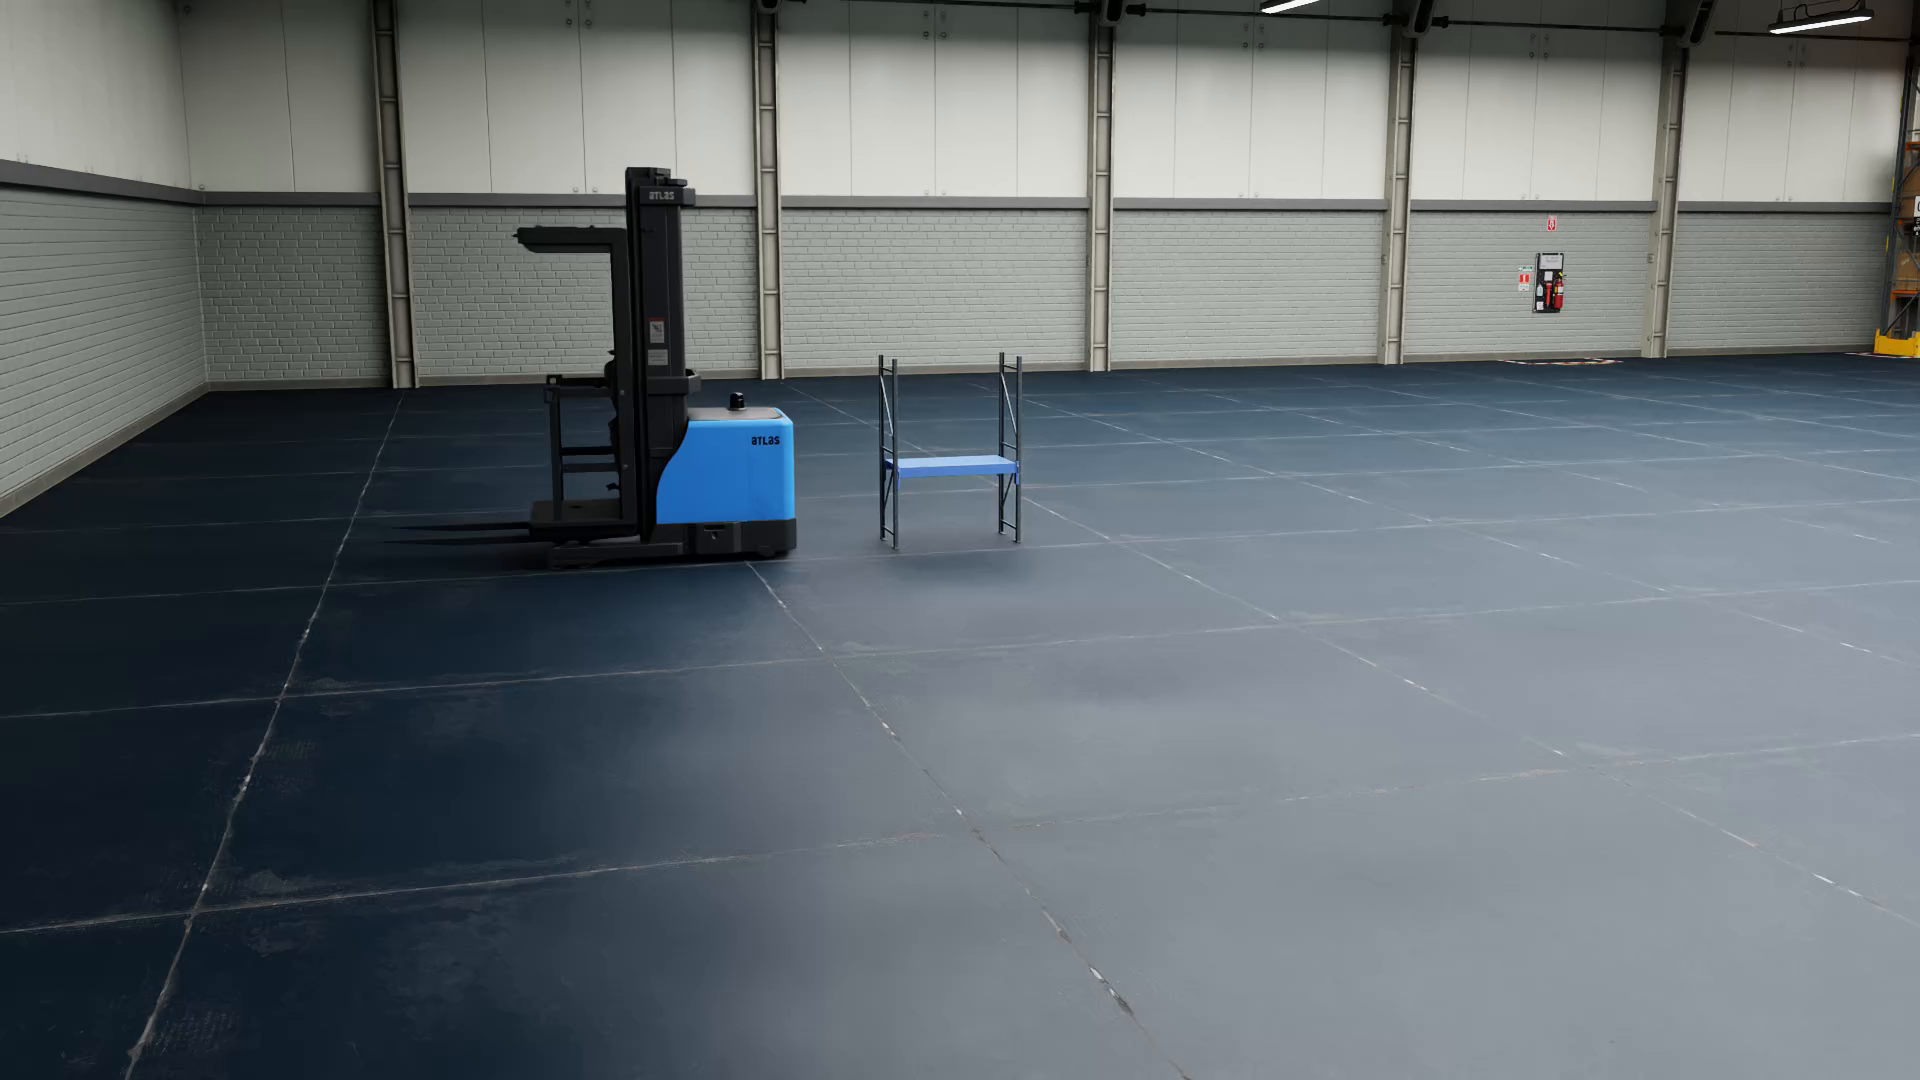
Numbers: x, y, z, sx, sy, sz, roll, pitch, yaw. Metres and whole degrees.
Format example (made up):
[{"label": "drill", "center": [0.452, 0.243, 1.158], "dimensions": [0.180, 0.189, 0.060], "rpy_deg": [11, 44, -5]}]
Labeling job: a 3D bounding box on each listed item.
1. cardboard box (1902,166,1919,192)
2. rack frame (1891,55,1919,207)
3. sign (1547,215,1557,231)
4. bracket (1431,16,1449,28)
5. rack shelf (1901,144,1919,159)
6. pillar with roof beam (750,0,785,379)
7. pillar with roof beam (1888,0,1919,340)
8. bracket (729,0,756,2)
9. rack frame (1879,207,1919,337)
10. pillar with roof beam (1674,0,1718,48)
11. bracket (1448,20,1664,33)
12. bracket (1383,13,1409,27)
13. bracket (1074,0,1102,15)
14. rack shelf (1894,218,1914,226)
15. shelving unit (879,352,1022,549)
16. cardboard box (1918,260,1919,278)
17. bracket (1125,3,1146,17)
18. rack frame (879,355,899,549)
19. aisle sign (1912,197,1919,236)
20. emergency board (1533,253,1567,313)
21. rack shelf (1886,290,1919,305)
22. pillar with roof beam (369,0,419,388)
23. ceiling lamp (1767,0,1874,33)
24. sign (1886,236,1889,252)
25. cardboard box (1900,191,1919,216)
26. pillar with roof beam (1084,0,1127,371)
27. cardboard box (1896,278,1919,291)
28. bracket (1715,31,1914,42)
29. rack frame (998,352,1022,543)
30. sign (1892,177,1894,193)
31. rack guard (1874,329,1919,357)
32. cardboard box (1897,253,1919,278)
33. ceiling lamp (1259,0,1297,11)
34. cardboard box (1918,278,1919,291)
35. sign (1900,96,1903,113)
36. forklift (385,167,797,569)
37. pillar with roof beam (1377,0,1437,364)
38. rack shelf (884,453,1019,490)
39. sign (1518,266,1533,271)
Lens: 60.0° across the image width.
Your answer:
[{"label": "cardboard box", "center": [19.702, -7.389, 34.019], "dimensions": [0.500, 0.500, 0.500], "rpy_deg": [-3, 11, -13]}, {"label": "rack frame", "center": [19.361, -8.246, 33.483], "dimensions": [0.127, 3.000, 1.000], "rpy_deg": [-3, 11, -16]}, {"label": "sign", "center": [11.611, -6.216, 32.625], "dimensions": [0.199, 0.298, 0.001], "rpy_deg": [-3, 11, -16]}, {"label": "bracket", "center": [8.767, -9.554, 30.647], "dimensions": [0.430, 0.232, 0.235], "rpy_deg": [-3, 11, -16]}, {"label": "rack shelf", "center": [21.281, -7.992, 34.098], "dimensions": [4.000, 0.370, 1.077], "rpy_deg": [-3, 11, -16]}, {"label": "pillar with roof beam", "center": [-2.049, -6.469, 23.830], "dimensions": [0.548, 9.000, 9.100], "rpy_deg": [-3, 11, -16]}, {"label": "pillar with roof beam", "center": [20.995, -7.683, 30.427], "dimensions": [0.548, 9.000, 9.100], "rpy_deg": [-3, 11, -16]}, {"label": "bracket", "center": [-3.551, -8.905, 27.120], "dimensions": [0.430, 0.232, 0.235], "rpy_deg": [-3, 11, -16]}, {"label": "rack frame", "center": [19.361, -5.295, 34.026], "dimensions": [0.127, 3.000, 1.000], "rpy_deg": [-3, 11, -16]}, {"label": "pillar with roof beam", "center": [15.287, -10.303, 28.053], "dimensions": [0.548, 2.987, 8.718], "rpy_deg": [-3, 11, -16]}, {"label": "bracket", "center": [11.241, -9.684, 31.355], "dimensions": [4.783, 0.066, 0.076], "rpy_deg": [-3, 11, -16]}, {"label": "bracket", "center": [7.970, -9.512, 30.418], "dimensions": [0.430, 0.232, 0.235], "rpy_deg": [-3, 11, -16]}, {"label": "bracket", "center": [2.209, -9.208, 28.769], "dimensions": [0.430, 0.232, 0.235], "rpy_deg": [-3, 11, -16]}, {"label": "rack shelf", "center": [21.281, -6.518, 34.370], "dimensions": [4.000, 0.370, 1.077], "rpy_deg": [-3, 11, -16]}, {"label": "shelving unit", "center": [-0.082, -0.733, 13.387], "dimensions": [1.048, 1.500, 0.538], "rpy_deg": [-3, 11, -16]}, {"label": "cardboard box", "center": [19.903, -5.572, 33.818], "dimensions": [0.500, 0.500, 0.500], "rpy_deg": [-3, 11, -16]}, {"label": "bracket", "center": [3.006, -9.250, 28.997], "dimensions": [0.430, 0.232, 0.235], "rpy_deg": [-3, 11, -16]}, {"label": "rack frame", "center": [-0.570, -0.708, 13.247], "dimensions": [0.032, 1.500, 0.500], "rpy_deg": [-3, 11, -16]}, {"label": "aisle sign", "center": [19.376, -6.518, 33.488], "dimensions": [0.004, 0.787, 0.394], "rpy_deg": [-3, 11, -16]}, {"label": "emergency board", "center": [11.647, -5.059, 32.743], "dimensions": [0.643, 1.169, 0.194], "rpy_deg": [-3, 11, -16]}, {"label": "rack shelf", "center": [21.281, -5.043, 34.641], "dimensions": [4.000, 0.370, 1.077], "rpy_deg": [-3, 11, -16]}, {"label": "pillar with roof beam", "center": [-7.810, -6.165, 22.181], "dimensions": [0.548, 9.000, 9.100], "rpy_deg": [-3, 11, -16]}, {"label": "ceiling lamp", "center": [14.000, -10.062, 27.225], "dimensions": [0.800, 3.185, 2.000], "rpy_deg": [-3, 11, -16]}, {"label": "sign", "center": [19.225, -6.118, 34.422], "dimensions": [0.005, 0.325, 0.100], "rpy_deg": [-3, 11, -16]}, {"label": "cardboard box", "center": [19.691, -6.895, 34.098], "dimensions": [0.500, 0.500, 0.500], "rpy_deg": [-2, 11, -12]}, {"label": "pillar with roof beam", "center": [3.712, -6.772, 25.479], "dimensions": [0.548, 9.000, 9.100], "rpy_deg": [-3, 11, -16]}, {"label": "cardboard box", "center": [19.756, -5.289, 34.350], "dimensions": [0.500, 0.250, 0.500], "rpy_deg": [-3, 11, -15]}, {"label": "bracket", "center": [17.002, -9.988, 33.004], "dimensions": [4.783, 0.066, 0.076], "rpy_deg": [-3, 11, -16]}, {"label": "rack frame", "center": [0.406, -0.759, 13.527], "dimensions": [0.032, 1.500, 0.500], "rpy_deg": [-3, 11, -16]}, {"label": "sign", "center": [19.225, -7.304, 34.204], "dimensions": [0.005, 0.325, 0.100], "rpy_deg": [-3, 11, -16]}, {"label": "rack guard", "center": [19.434, -4.070, 34.273], "dimensions": [0.348, 0.500, 1.175], "rpy_deg": [-3, 11, -16]}, {"label": "cardboard box", "center": [19.754, -5.661, 34.300], "dimensions": [0.500, 0.500, 0.500], "rpy_deg": [-3, 11, -17]}, {"label": "ceiling lamp", "center": [4.830, -9.599, 24.596], "dimensions": [0.800, 3.144, 2.000], "rpy_deg": [-3, 11, -16]}, {"label": "cardboard box", "center": [19.918, -5.201, 33.872], "dimensions": [0.500, 0.250, 0.500], "rpy_deg": [-3, 11, -18]}, {"label": "sign", "center": [19.225, -8.881, 33.914], "dimensions": [0.005, 0.325, 0.100], "rpy_deg": [-3, 11, -16]}, {"label": "forklift", "center": [-2.829, -1.328, 12.666], "dimensions": [3.031, 2.935, 1.130], "rpy_deg": [-2, 11, -12]}, {"label": "pillar with roof beam", "center": [9.473, -7.076, 27.129], "dimensions": [0.548, 9.000, 9.100], "rpy_deg": [-3, 11, -16]}, {"label": "rack shelf", "center": [-0.082, -0.556, 13.420], "dimensions": [1.000, 0.185, 0.538], "rpy_deg": [-3, 11, -16]}, {"label": "sign", "center": [11.094, -5.326, 32.630], "dimensions": [0.331, 0.109, 0.001], "rpy_deg": [-3, 11, -16]}]
